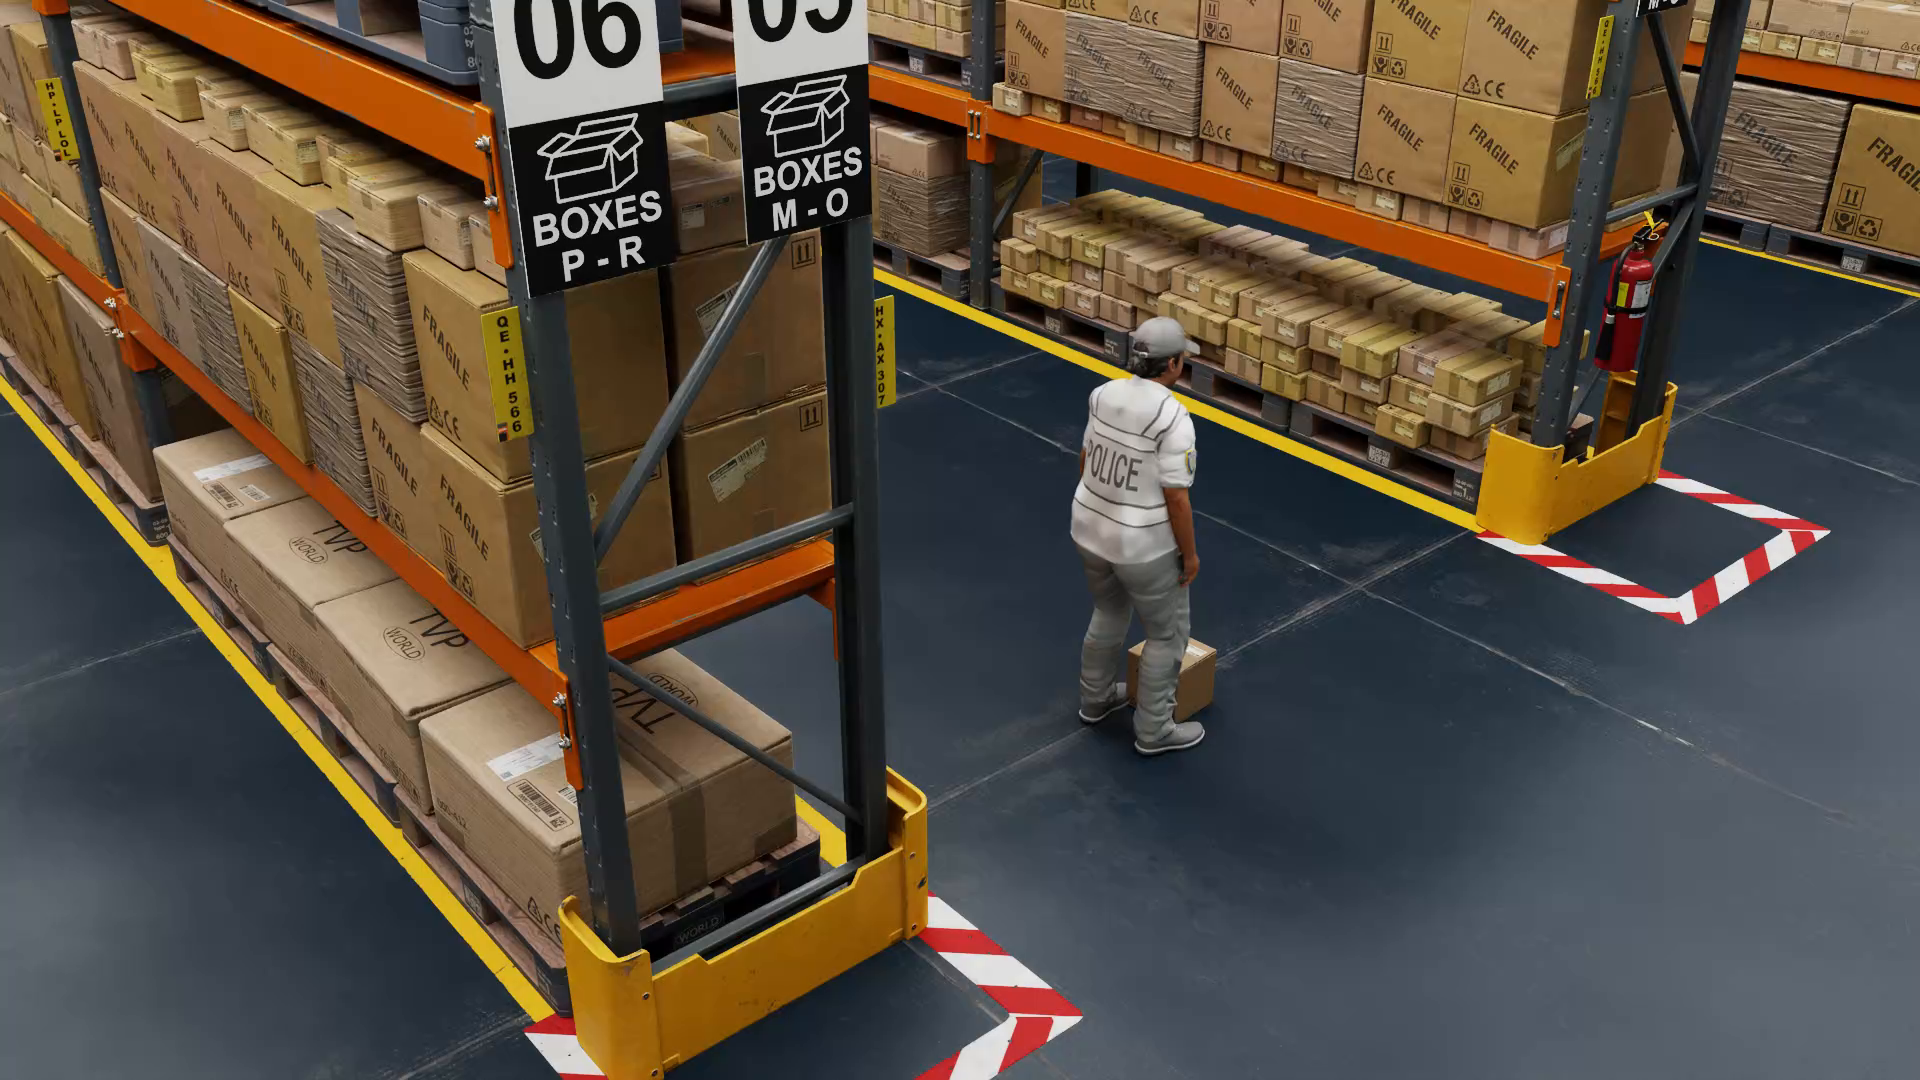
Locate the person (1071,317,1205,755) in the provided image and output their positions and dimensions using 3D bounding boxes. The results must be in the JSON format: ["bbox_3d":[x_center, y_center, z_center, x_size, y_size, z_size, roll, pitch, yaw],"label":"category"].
[{"bbox_3d":[0.683,-0.006,6.127,0.469,1.666,0.514,-22,35,-35],"label":"person"}]
